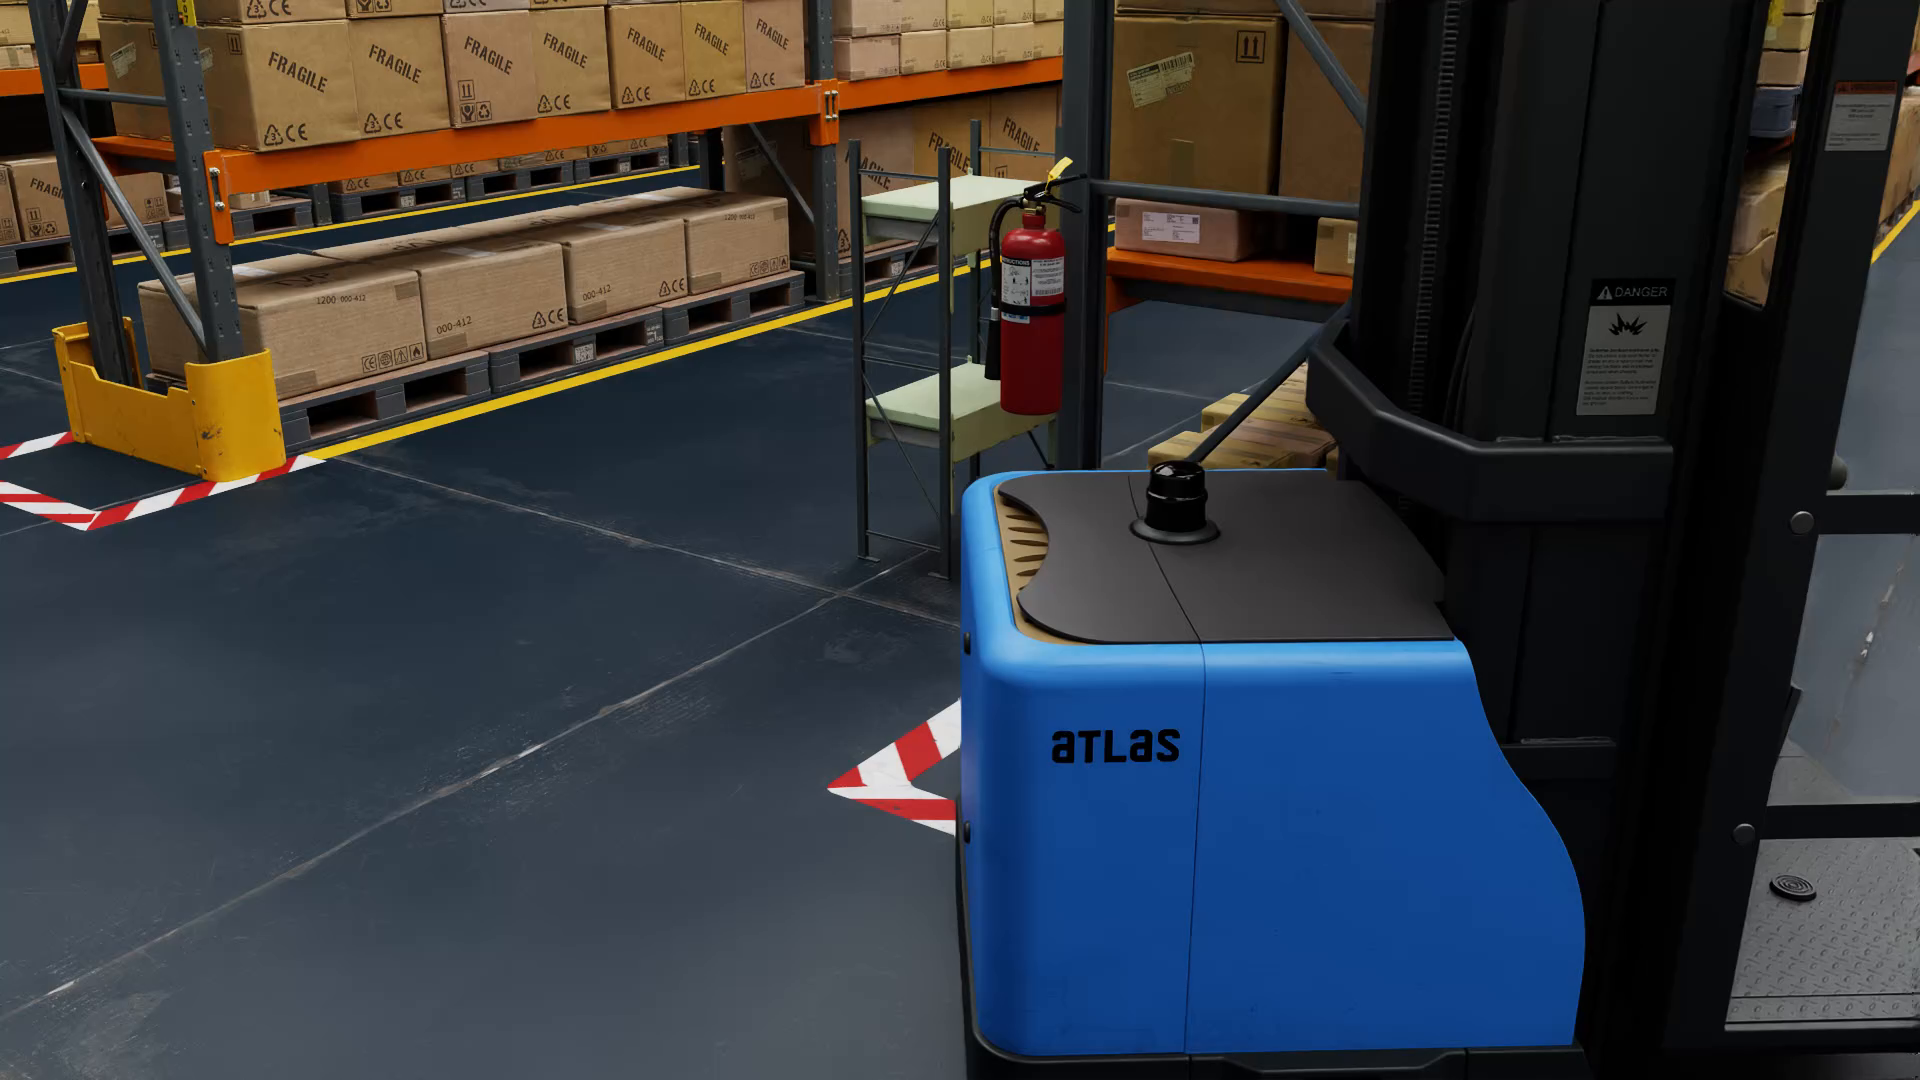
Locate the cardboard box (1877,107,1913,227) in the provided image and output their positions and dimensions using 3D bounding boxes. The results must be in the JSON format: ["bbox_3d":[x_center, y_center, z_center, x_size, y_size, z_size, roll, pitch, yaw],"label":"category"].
[{"bbox_3d":[6.120,-2.716,11.920,1.050,0.750,0.750,14,24,33],"label":"cardboard box"}]

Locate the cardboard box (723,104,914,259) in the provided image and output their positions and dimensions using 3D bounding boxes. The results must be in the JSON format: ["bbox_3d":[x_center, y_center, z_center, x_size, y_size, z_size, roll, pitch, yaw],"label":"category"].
[{"bbox_3d":[-0.903,-2.348,10.746,0.875,0.875,0.875,14,25,33],"label":"cardboard box"}]

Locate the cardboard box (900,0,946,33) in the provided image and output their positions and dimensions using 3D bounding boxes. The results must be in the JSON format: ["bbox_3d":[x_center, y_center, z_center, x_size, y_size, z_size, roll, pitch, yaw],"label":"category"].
[{"bbox_3d":[-0.435,-3.344,10.478,0.500,0.250,0.500,14,24,33],"label":"cardboard box"}]

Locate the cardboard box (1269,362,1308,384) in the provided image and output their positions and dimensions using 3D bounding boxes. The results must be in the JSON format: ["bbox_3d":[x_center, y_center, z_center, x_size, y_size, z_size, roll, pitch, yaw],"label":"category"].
[{"bbox_3d":[1.337,-0.520,5.993,0.380,0.149,0.250,14,25,34],"label":"cardboard box"}]

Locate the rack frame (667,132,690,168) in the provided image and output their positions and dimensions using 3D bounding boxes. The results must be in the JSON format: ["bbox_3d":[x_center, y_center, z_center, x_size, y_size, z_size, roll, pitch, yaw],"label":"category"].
[{"bbox_3d":[-3.044,-5.068,15.644,1.000,3.000,0.127,13,24,32],"label":"rack frame"}]

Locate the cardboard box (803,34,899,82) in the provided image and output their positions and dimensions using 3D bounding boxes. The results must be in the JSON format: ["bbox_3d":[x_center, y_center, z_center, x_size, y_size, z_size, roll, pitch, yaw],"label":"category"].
[{"bbox_3d":[-0.719,-2.958,10.155,0.500,0.250,0.500,13,24,31],"label":"cardboard box"}]

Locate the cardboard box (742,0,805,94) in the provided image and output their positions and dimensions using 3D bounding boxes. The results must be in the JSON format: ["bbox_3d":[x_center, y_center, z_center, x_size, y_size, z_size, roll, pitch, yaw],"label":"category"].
[{"bbox_3d":[-1.234,-2.818,9.415,0.500,0.500,0.500,14,24,32],"label":"cardboard box"}]

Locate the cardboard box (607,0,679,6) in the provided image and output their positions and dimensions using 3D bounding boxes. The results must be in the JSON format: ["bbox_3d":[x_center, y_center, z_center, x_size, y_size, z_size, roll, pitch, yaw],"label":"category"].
[{"bbox_3d":[-1.792,-2.989,8.435,0.500,0.500,0.500,14,24,33],"label":"cardboard box"}]

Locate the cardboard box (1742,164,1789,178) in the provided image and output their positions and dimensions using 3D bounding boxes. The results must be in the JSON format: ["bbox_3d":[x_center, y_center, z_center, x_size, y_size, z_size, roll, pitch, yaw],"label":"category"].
[{"bbox_3d":[4.187,-1.853,8.868,0.500,0.250,0.500,14,25,34],"label":"cardboard box"}]

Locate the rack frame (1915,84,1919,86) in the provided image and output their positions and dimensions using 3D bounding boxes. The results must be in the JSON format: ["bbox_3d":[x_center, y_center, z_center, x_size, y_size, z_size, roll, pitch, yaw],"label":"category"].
[{"bbox_3d":[7.463,-4.313,13.601,1.000,3.000,0.127,13,24,32],"label":"rack frame"}]

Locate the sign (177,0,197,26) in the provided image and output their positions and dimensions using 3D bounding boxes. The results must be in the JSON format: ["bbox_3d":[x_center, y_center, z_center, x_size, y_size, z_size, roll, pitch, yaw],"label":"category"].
[{"bbox_3d":[-2.978,-2.139,6.363,0.100,0.325,0.005,13,24,32],"label":"sign"}]

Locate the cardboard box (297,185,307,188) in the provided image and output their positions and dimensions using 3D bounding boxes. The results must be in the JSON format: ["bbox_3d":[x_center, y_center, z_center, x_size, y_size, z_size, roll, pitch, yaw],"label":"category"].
[{"bbox_3d":[-5.261,-3.144,13.439,0.500,0.500,0.500,13,24,32],"label":"cardboard box"}]

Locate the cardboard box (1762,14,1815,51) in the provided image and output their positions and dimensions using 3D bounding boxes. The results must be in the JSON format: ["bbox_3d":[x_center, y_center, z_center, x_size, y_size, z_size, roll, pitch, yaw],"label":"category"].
[{"bbox_3d":[3.567,-2.259,7.378,0.380,0.149,0.250,14,24,33],"label":"cardboard box"}]

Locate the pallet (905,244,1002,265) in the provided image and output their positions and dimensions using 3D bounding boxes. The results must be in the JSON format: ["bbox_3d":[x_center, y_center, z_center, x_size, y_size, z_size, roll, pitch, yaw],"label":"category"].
[{"bbox_3d":[-0.129,-2.234,11.999,1.003,0.211,1.213,13,24,32],"label":"pallet"}]

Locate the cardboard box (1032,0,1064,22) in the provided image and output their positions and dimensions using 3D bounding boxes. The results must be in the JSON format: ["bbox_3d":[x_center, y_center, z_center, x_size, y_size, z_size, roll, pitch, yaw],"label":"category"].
[{"bbox_3d":[0.445,-3.778,11.652,0.500,0.250,0.500,13,24,30],"label":"cardboard box"}]

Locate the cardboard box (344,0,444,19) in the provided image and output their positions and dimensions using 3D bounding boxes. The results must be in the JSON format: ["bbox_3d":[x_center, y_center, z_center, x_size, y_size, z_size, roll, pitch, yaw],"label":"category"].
[{"bbox_3d":[-2.644,-2.554,7.260,0.500,0.500,0.500,13,24,30],"label":"cardboard box"}]

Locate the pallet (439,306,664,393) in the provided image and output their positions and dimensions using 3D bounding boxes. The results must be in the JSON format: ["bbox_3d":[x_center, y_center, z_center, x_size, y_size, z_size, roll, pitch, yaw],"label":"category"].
[{"bbox_3d":[-2.362,-1.092,8.912,1.003,0.211,1.213,13,24,32],"label":"pallet"}]

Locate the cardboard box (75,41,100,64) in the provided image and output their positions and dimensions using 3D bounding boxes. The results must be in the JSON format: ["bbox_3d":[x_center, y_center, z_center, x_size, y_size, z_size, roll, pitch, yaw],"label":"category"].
[{"bbox_3d":[-6.045,-3.303,11.233,0.380,0.149,0.250,14,24,33],"label":"cardboard box"}]

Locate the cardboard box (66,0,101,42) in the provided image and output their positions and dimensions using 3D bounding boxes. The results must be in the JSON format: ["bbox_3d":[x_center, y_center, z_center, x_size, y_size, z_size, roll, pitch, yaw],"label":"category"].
[{"bbox_3d":[-5.938,-3.509,11.215,0.500,0.250,0.500,13,24,31],"label":"cardboard box"}]

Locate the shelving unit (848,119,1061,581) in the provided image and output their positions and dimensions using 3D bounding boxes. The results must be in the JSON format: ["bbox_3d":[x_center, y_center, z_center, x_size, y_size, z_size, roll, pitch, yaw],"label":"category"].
[{"bbox_3d":[0.004,-0.705,6.010,0.431,1.500,0.755,13,24,32],"label":"shelving unit"}]

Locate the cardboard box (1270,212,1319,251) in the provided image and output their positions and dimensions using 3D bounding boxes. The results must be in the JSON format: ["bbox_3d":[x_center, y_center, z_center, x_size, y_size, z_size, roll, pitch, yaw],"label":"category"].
[{"bbox_3d":[0.837,-0.965,4.911,0.380,0.149,0.250,13,24,32],"label":"cardboard box"}]

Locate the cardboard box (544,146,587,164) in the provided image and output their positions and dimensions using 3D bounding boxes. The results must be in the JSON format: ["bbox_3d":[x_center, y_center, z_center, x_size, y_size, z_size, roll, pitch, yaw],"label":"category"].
[{"bbox_3d":[-3.686,-3.638,14.773,0.500,0.500,0.500,15,25,34],"label":"cardboard box"}]

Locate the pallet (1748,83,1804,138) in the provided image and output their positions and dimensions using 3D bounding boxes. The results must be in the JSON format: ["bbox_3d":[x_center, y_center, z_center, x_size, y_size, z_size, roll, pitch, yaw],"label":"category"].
[{"bbox_3d":[3.516,-2.118,7.945,1.003,0.211,1.213,13,24,32],"label":"pallet"}]

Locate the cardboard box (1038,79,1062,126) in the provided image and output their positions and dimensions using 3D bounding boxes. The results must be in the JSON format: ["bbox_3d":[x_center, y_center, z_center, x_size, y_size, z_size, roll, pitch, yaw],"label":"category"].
[{"bbox_3d":[0.606,-3.120,12.833,0.875,0.875,0.875,13,24,31],"label":"cardboard box"}]

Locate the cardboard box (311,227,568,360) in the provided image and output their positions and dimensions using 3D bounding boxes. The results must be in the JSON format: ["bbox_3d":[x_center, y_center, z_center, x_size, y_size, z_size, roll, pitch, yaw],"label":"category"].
[{"bbox_3d":[-2.638,-1.275,8.475,0.875,0.438,0.875,14,25,33],"label":"cardboard box"}]

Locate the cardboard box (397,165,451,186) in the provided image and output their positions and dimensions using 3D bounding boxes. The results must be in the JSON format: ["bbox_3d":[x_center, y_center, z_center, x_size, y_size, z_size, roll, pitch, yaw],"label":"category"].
[{"bbox_3d":[-4.543,-3.195,13.577,0.500,0.500,0.500,13,24,31],"label":"cardboard box"}]

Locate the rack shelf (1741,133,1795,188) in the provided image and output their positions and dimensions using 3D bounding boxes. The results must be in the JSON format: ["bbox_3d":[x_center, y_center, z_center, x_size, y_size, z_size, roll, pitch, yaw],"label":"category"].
[{"bbox_3d":[4.090,-2.254,9.072,1.077,0.370,4.000,13,24,32],"label":"rack shelf"}]

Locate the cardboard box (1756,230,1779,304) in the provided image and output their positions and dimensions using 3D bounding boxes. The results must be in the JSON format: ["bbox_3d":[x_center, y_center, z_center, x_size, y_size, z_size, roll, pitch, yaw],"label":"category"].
[{"bbox_3d":[3.896,-1.354,8.601,0.500,0.500,0.500,15,25,34],"label":"cardboard box"}]

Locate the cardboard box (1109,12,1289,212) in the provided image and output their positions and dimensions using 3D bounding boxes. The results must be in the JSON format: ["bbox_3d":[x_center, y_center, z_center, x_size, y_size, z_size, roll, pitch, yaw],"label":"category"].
[{"bbox_3d":[0.757,-1.235,4.708,0.500,0.500,0.500,14,24,33],"label":"cardboard box"}]

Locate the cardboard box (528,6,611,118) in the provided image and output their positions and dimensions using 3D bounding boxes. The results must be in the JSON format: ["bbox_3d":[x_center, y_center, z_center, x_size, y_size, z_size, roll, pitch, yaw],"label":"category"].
[{"bbox_3d":[-2.096,-2.375,8.217,0.500,0.500,0.500,14,25,34],"label":"cardboard box"}]

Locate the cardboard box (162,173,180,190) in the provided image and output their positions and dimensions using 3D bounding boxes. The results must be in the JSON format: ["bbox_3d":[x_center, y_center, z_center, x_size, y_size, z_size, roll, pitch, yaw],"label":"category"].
[{"bbox_3d":[-5.859,-2.713,12.547,0.500,0.311,0.500,14,25,34],"label":"cardboard box"}]

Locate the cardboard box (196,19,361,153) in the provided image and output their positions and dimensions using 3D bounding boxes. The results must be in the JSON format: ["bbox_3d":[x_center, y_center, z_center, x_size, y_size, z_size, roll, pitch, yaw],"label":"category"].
[{"bbox_3d":[-2.926,-1.935,7.028,0.500,0.500,0.500,13,24,31],"label":"cardboard box"}]

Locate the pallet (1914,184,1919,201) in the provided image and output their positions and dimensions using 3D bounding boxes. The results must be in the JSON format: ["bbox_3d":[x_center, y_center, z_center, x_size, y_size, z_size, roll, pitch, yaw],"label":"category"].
[{"bbox_3d":[7.955,-3.208,14.633,1.003,0.211,1.213,13,24,32],"label":"pallet"}]

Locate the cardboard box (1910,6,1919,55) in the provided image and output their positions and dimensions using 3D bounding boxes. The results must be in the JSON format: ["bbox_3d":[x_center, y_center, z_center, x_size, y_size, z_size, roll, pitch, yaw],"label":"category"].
[{"bbox_3d":[6.539,-3.722,11.859,0.500,0.500,0.500,13,24,31],"label":"cardboard box"}]

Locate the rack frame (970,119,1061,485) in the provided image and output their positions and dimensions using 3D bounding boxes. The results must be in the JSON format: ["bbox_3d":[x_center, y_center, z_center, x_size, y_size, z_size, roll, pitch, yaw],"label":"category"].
[{"bbox_3d":[0.209,-0.810,6.294,0.400,1.500,0.023,13,24,32],"label":"rack frame"}]

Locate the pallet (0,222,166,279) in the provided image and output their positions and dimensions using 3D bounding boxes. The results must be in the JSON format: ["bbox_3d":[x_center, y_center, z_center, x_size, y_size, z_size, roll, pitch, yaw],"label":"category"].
[{"bbox_3d":[-6.364,-2.065,11.542,1.003,0.211,1.213,13,24,32],"label":"pallet"}]

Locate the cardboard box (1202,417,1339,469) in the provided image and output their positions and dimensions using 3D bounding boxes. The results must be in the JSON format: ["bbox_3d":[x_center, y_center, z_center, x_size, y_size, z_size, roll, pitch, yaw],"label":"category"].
[{"bbox_3d":[0.994,-0.271,5.320,0.380,0.149,0.250,14,24,33],"label":"cardboard box"}]

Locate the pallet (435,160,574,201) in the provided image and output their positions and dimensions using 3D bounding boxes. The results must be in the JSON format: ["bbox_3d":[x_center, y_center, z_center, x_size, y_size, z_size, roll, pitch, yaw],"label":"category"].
[{"bbox_3d":[-4.181,-3.205,14.626,1.003,0.211,1.213,13,24,32],"label":"pallet"}]

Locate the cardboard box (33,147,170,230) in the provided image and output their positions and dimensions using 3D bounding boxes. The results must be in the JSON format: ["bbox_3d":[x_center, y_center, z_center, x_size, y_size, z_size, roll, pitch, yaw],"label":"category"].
[{"bbox_3d":[-6.022,-2.490,11.671,0.700,0.500,0.500,12,24,30],"label":"cardboard box"}]

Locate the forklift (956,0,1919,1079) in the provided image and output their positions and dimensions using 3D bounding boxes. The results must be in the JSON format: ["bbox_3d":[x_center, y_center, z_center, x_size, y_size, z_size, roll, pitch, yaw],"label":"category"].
[{"bbox_3d":[1.520,-0.370,3.040,3.031,2.935,1.130,-1,20,-2],"label":"forklift"}]

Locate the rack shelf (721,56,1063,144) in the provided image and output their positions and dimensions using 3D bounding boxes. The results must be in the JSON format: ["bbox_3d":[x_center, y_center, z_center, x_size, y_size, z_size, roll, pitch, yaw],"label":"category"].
[{"bbox_3d":[-0.061,-3.190,11.603,1.077,0.370,4.000,13,24,32],"label":"rack shelf"}]

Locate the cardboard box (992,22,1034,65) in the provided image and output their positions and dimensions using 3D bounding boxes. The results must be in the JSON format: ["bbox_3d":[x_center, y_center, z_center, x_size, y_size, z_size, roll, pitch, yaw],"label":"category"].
[{"bbox_3d":[0.160,-3.393,11.329,0.500,0.250,0.500,13,24,31],"label":"cardboard box"}]
